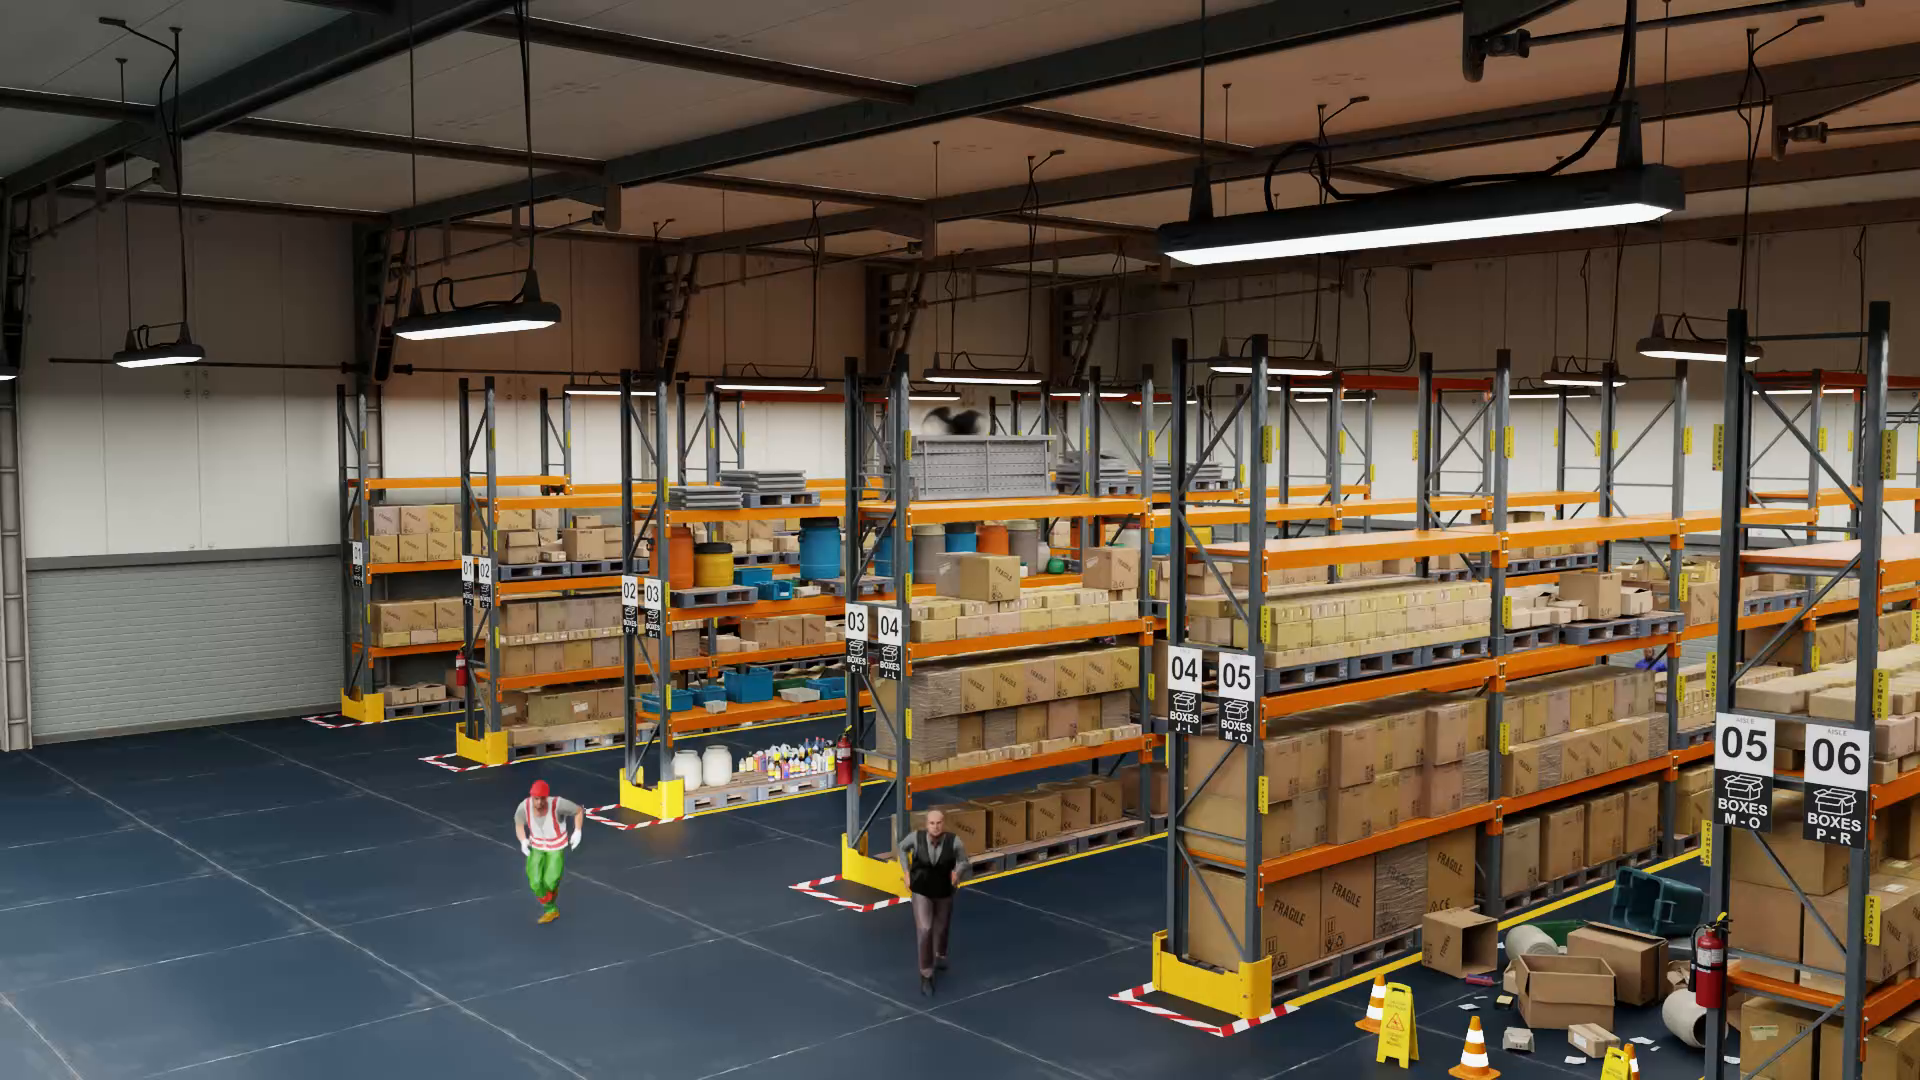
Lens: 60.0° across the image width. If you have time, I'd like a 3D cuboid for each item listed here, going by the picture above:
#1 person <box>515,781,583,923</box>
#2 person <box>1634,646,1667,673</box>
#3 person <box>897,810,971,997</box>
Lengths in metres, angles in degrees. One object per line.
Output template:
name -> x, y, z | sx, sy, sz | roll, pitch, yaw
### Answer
person -> -4.286, 3.241, 17.384 | 0.684, 1.584, 0.902 | 0, 4, -3
person -> 11.368, 2.554, 27.457 | 0.562, 1.618, 0.562 | 3, 5, 36
person -> -0.243, 3.321, 15.514 | 0.677, 1.718, 0.912 | 0, 4, -4
